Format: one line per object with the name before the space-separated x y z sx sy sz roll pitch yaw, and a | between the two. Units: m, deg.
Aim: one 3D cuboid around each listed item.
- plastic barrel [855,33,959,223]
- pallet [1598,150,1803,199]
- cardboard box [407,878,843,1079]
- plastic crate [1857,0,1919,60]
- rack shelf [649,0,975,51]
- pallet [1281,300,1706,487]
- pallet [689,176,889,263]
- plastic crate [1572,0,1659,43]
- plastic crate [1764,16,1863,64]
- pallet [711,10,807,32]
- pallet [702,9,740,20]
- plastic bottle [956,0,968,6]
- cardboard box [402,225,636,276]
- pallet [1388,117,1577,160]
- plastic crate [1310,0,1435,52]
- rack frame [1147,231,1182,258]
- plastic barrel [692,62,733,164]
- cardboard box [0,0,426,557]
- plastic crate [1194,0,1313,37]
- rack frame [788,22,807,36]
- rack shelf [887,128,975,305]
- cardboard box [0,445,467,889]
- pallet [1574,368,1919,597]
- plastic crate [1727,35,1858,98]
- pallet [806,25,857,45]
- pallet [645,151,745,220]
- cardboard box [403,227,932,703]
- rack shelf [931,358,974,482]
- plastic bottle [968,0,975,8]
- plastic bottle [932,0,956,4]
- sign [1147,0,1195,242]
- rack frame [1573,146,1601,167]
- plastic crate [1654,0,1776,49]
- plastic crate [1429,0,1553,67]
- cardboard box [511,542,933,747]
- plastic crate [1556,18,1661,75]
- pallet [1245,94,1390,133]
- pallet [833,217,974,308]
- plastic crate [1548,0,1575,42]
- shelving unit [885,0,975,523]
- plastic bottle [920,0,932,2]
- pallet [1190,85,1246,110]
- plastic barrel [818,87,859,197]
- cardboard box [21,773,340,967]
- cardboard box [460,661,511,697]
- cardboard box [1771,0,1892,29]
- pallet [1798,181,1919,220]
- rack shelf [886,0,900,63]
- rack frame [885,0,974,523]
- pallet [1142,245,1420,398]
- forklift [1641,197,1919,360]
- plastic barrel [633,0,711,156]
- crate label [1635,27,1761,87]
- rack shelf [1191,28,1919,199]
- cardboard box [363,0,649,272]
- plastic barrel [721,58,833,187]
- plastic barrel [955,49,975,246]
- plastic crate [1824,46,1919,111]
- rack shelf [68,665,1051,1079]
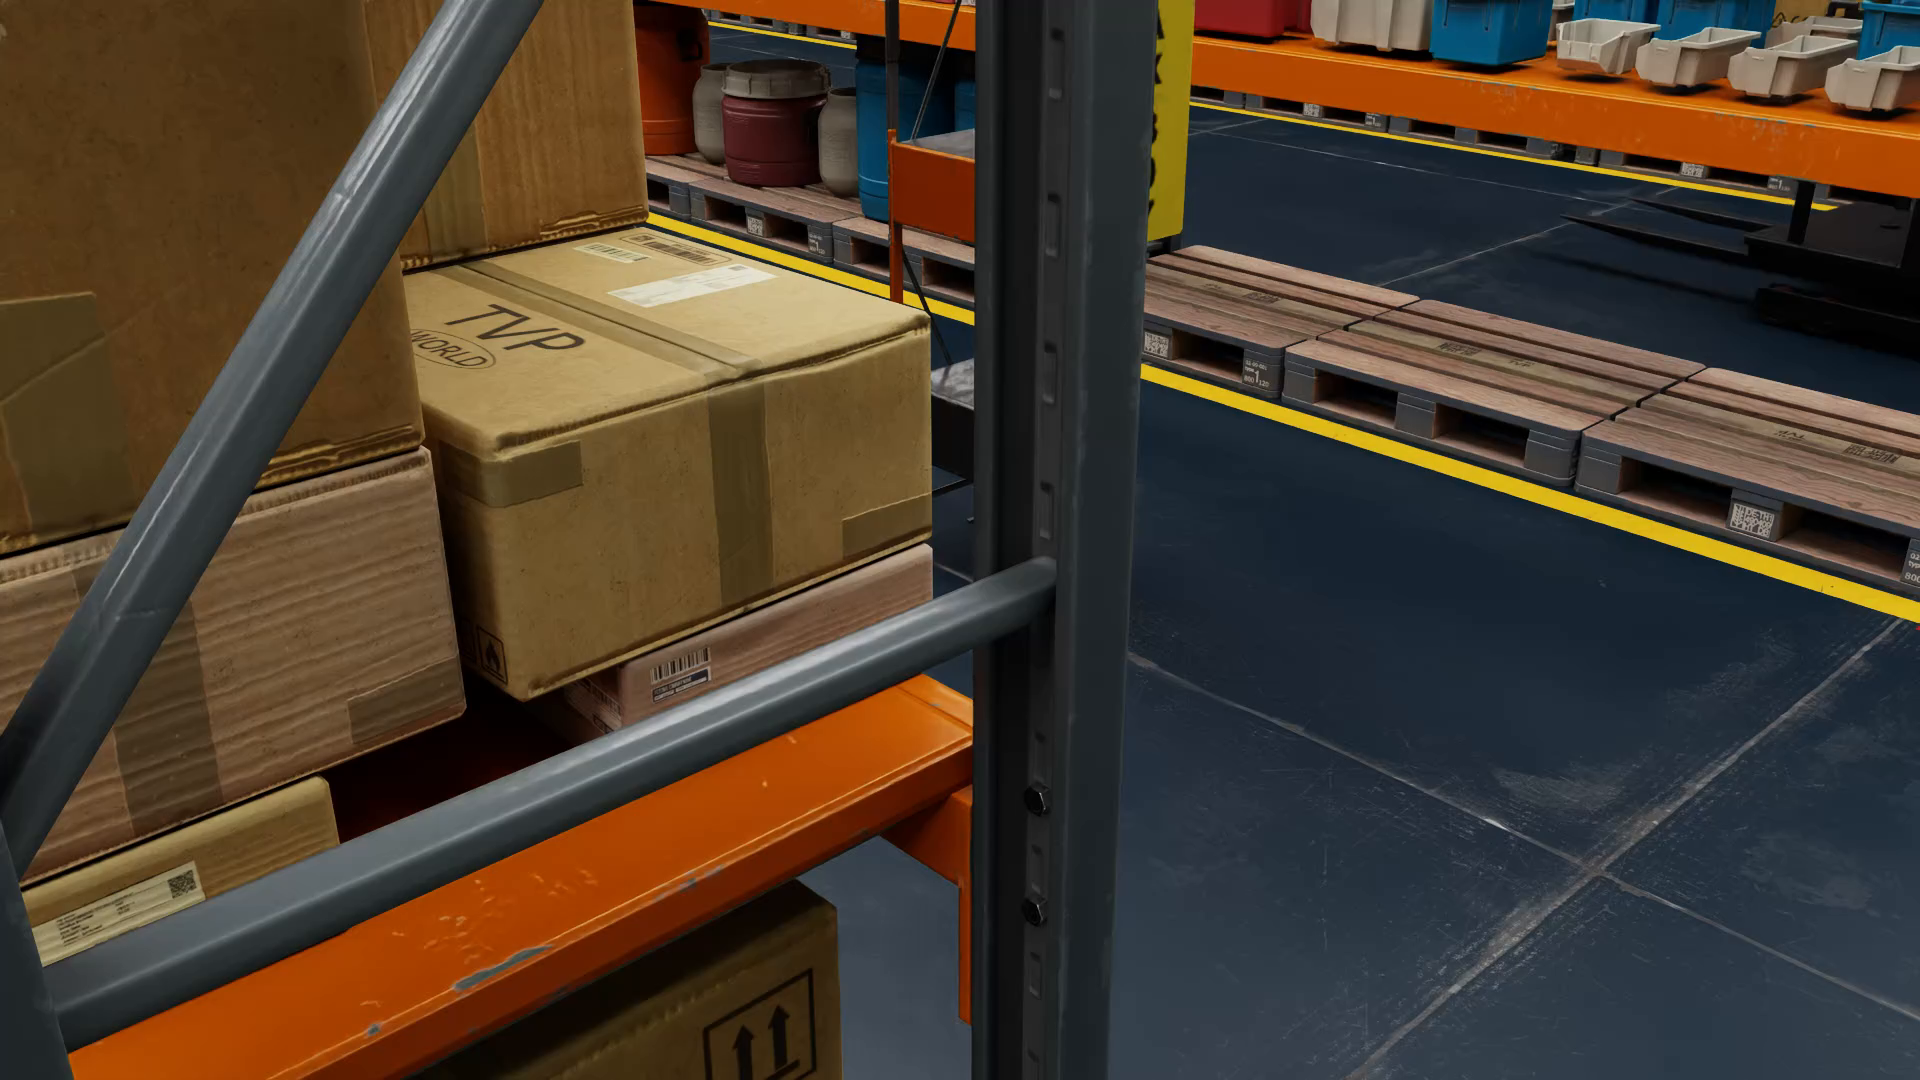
plastic barrel | -0.209 -2.063 8.181 0.600 0.901 0.708 -21 32 -38
pallet | 4.721 -2.369 10.190 1.003 0.211 1.213 -21 32 -38
cardboard box | -0.743 0.779 1.983 0.875 0.875 0.875 -21 32 -38
plastic crate | 2.990 -1.549 5.162 0.416 0.233 0.300 -21 32 -38
rack shelf | -0.733 -2.721 8.468 1.077 0.370 4.000 -21 32 -38
pallet | 2.003 -0.592 6.294 1.003 0.211 1.213 -21 32 -38
pallet | -0.701 -1.789 8.918 1.003 0.211 1.213 -21 32 -38
plastic crate | 2.335 -1.840 5.798 0.416 0.233 0.300 -21 32 -38
plastic crate | 2.817 -1.632 5.460 0.250 0.136 0.298 -21 32 -38
pallet | -1.728 -5.255 16.514 1.003 0.211 1.213 -21 32 -38
pallet | -2.567 -5.624 17.324 1.003 0.211 1.213 -21 32 -38
plastic bottle | 0.030 -2.407 7.152 0.097 0.201 0.097 0 25 0
cardboard box | -0.738 -0.270 2.051 0.500 0.250 0.500 -22 32 -39
pallet | 3.669 -2.814 11.163 1.003 0.211 1.213 -21 32 -38
plastic crate | 1.543 -1.901 5.874 0.437 0.282 0.530 -21 32 -38
rack frame | 0.634 -2.443 6.990 1.000 3.000 0.127 -21 32 -38
plastic barrel | -1.302 -2.424 9.442 0.421 0.512 0.421 0 25 0
cardboard box | -0.772 -0.307 1.227 0.500 0.500 0.500 -21 32 -38
plastic crate | 1.061 -2.157 6.215 0.402 0.464 0.583 -21 32 -38
rack frame | -1.215 -6.270 15.381 1.000 3.000 0.127 -21 32 -38
rack shelf | 0.113 -0.893 4.710 0.431 0.518 0.480 -21 32 -38
cardboard box | -0.772 0.036 1.380 0.500 0.250 0.500 -22 32 -39
pallet | 2.833 -0.223 5.484 1.003 0.211 1.213 -21 32 -38
plastic crate | 2.491 -1.426 5.006 0.396 0.136 0.243 -21 32 -38
pallet | -0.683 -4.790 15.494 1.003 0.211 1.213 -21 32 -38
pallet | -1.531 -2.159 9.728 1.003 0.211 1.213 -21 32 -38
cardboard box | -0.378 -0.115 1.710 0.500 0.250 0.500 -22 33 -40
rack shelf | 0.113 -0.256 5.000 0.431 0.518 0.480 -21 32 -38
plastic bottle | 0.129 -2.414 7.076 0.152 0.276 0.135 -21 32 -38
plastic bottle | -0.063 -2.474 7.200 0.061 0.283 0.133 -21 32 -38
sign | 0.162 -0.411 1.399 0.100 0.325 0.005 -21 32 -38
rack frame | 4.252 -3.847 10.068 1.000 3.000 0.127 -21 32 -38
plastic crate | 2.540 -1.749 5.599 0.416 0.233 0.300 -21 32 -38
plastic crate | 1.777 -1.731 5.560 0.416 0.233 0.300 -21 32 -38
cardboard box | -0.249 0.088 1.747 0.380 0.149 0.250 -21 32 -38
plastic crate | 2.067 -1.587 5.361 0.298 0.136 0.250 -21 32 -38
pallet | 2.831 -3.183 11.974 1.003 0.211 1.213 -21 32 -38
pallet | 0.137 -1.419 8.107 1.003 0.211 1.213 -21 32 -38
plastic crate | 2.044 -1.908 6.063 0.293 0.136 0.466 -21 32 -38
shelving unit | 0.113 -0.905 4.704 0.431 2.100 0.503 -21 32 -38
plastic bottle | -0.121 -2.524 7.319 0.152 0.276 0.135 -21 32 -38
pallet | 2.001 -3.553 12.784 1.003 0.211 1.213 -21 32 -38
plastic barrel | -0.530 -2.082 8.692 0.421 0.512 0.421 0 25 0
cardboard box | -0.731 0.274 1.337 0.380 0.149 0.250 -20 32 -38
cardboard box | -0.425 0.010 1.916 0.380 0.149 0.250 -22 32 -39
cardboard box | 7.327 -4.626 13.860 0.750 0.750 0.750 -21 32 -38
pallet | 5.559 -2.000 9.379 1.003 0.211 1.213 -21 32 -38
rack shelf | 0.113 -1.530 4.419 0.431 0.518 0.480 -21 32 -38
rack frame | -0.054 -0.979 4.866 0.400 2.100 0.015 -21 32 -38
pallet | 1.165 -0.962 7.105 1.003 0.211 1.213 -21 32 -38
forklift | 4.443 -2.189 6.518 1.130 2.935 3.031 -18 30 -34
plastic barrel | -1.753 -2.715 9.695 0.600 0.830 0.708 -21 32 -38
crate label | 2.283 -1.503 5.176 0.396 0.136 0.243 -21 32 -38
rack shelf | 2.001 -1.509 5.811 1.077 0.370 4.000 -21 32 -38
cardboard box | -0.720 -0.607 1.886 0.500 0.500 0.500 -22 33 -40
plastic barrel | -0.981 -2.263 8.996 0.600 0.588 0.708 -21 32 -38
plastic barrel | 0.275 -1.849 7.710 0.600 0.901 0.708 -21 32 -38
plastic crate | 2.679 -1.334 4.805 0.396 0.136 0.243 -21 32 -38
rack shelf | -1.614 -0.104 2.731 1.077 0.370 4.000 -21 32 -38
